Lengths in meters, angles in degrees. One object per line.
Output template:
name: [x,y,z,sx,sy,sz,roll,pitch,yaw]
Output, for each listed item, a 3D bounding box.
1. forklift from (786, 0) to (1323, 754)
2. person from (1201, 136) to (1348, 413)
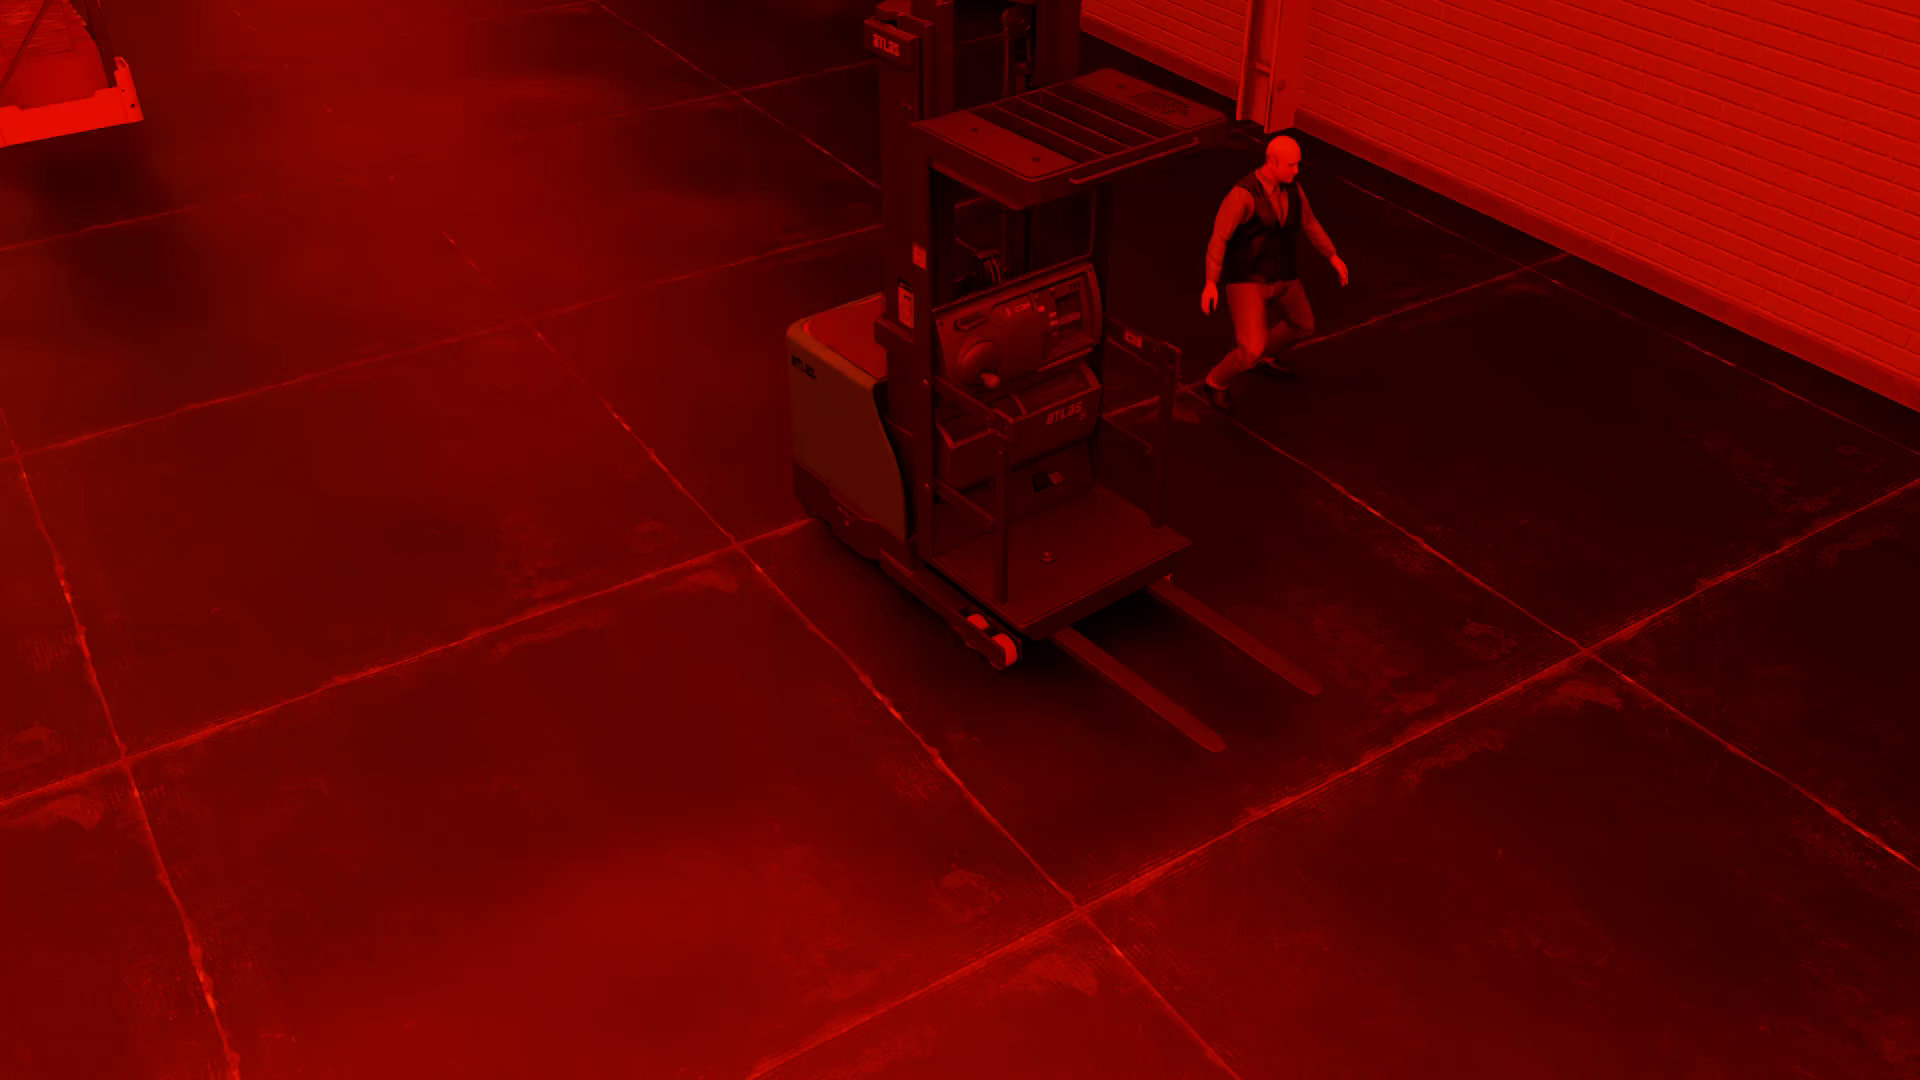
forklift: [0.411,-0.917,7.453,1.130,2.935,3.031,-24,42,-30]
person: [1.757,-1.509,9.454,0.925,1.581,0.630,-19,39,-25]
